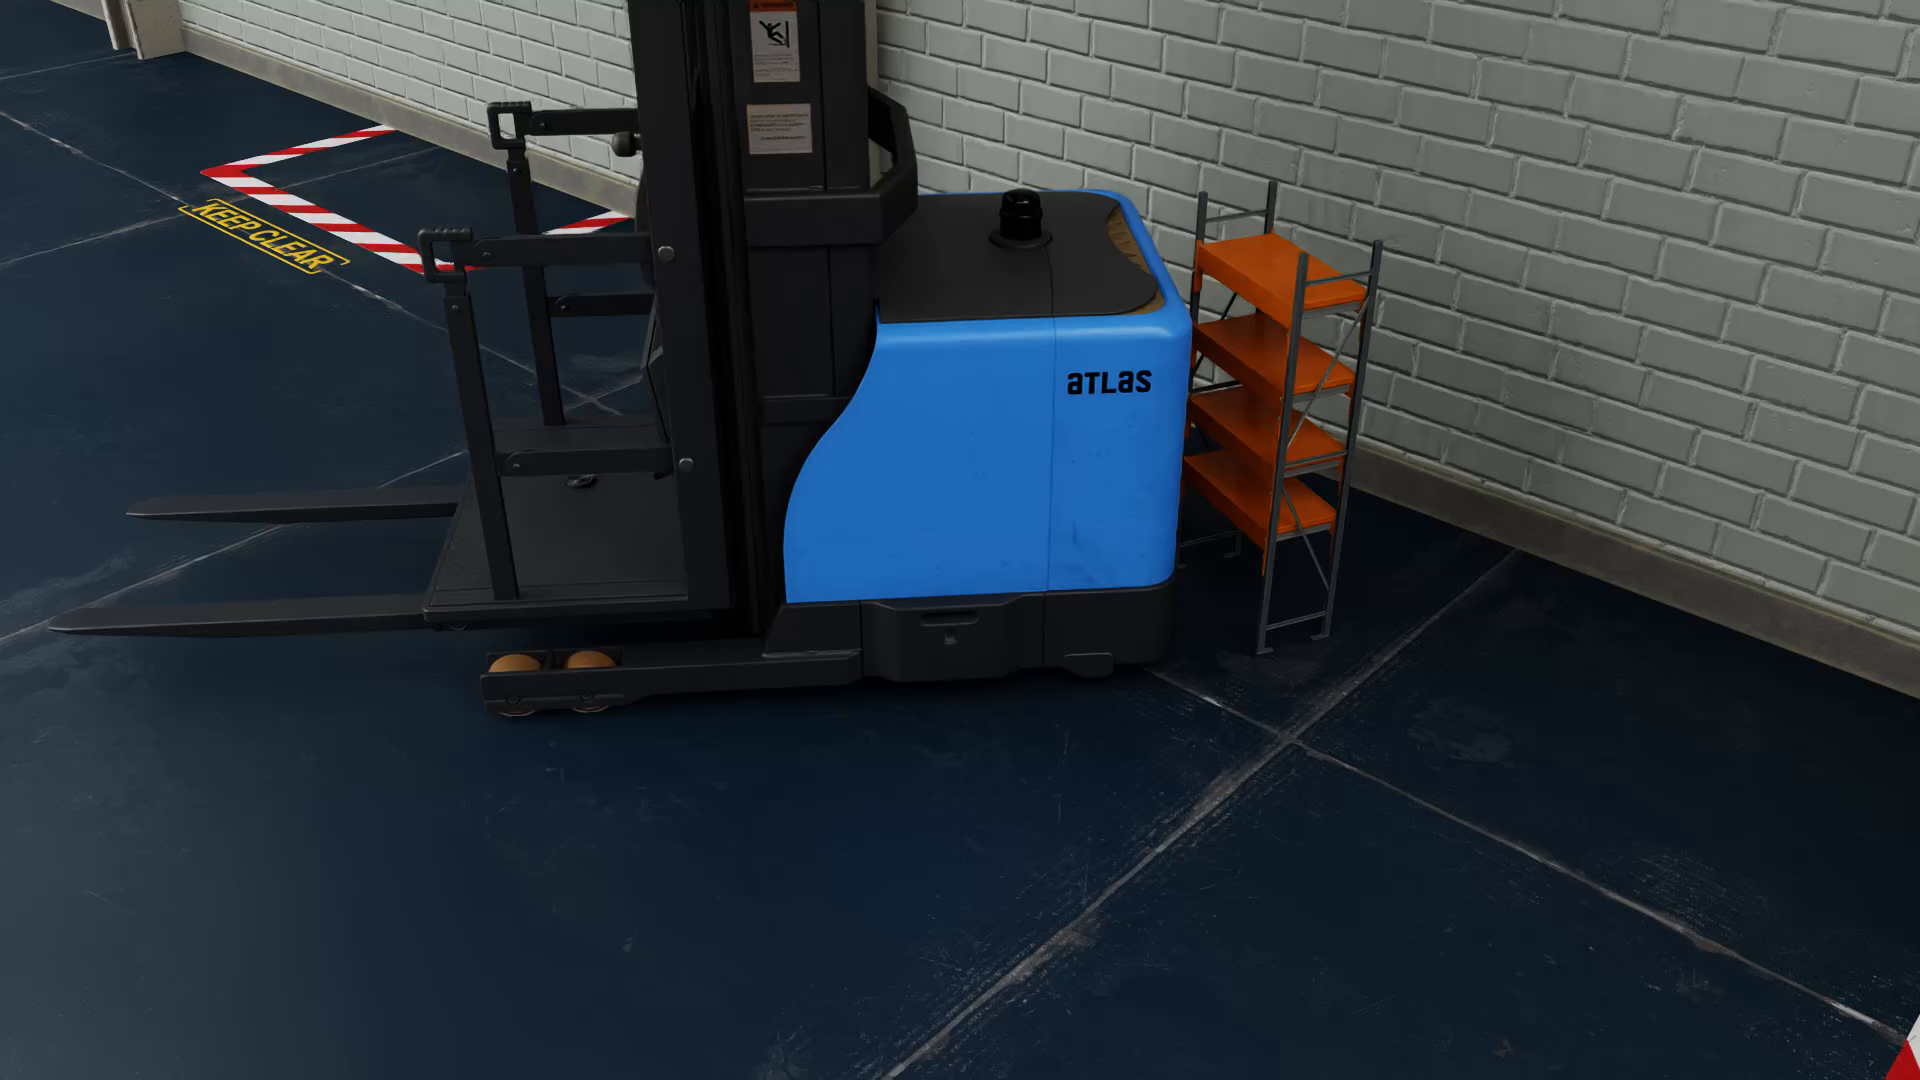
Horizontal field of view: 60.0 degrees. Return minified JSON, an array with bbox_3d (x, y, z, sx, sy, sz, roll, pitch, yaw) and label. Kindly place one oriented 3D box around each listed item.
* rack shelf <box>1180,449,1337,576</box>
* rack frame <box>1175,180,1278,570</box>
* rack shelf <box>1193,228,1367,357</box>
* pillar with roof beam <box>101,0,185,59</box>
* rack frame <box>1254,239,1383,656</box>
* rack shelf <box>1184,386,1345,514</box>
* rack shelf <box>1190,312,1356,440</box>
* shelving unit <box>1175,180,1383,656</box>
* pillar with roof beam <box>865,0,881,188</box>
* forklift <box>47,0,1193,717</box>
[{"bbox_3d":[0.853,-0.102,4.772,0.258,0.148,0.480,-12,33,-20],"label":"rack shelf"},{"bbox_3d":[0.757,-0.446,4.827,0.240,1.200,0.015,-12,33,-20],"label":"rack frame"},{"bbox_3d":[0.853,-0.667,4.432,0.258,0.148,0.480,-12,33,-20],"label":"rack shelf"},{"bbox_3d":[-7.896,-5.252,5.249,0.400,9.000,9.100,25,39,35],"label":"pillar with roof beam"},{"bbox_3d":[0.949,-0.214,4.443,0.240,1.200,0.015,-12,33,-20],"label":"rack frame"},{"bbox_3d":[0.853,-0.272,4.670,0.258,0.148,0.480,-12,33,-20],"label":"rack shelf"},{"bbox_3d":[0.853,-0.464,4.554,0.258,0.148,0.480,-12,33,-20],"label":"rack shelf"},{"bbox_3d":[0.853,-0.330,4.635,0.258,1.200,0.503,-12,33,-20],"label":"shelving unit"},{"bbox_3d":[-3.447,-3.175,1.800,0.400,9.000,9.100,25,39,35],"label":"pillar with roof beam"},{"bbox_3d":[-0.951,-1.066,4.178,3.031,2.935,1.130,-2,31,-4],"label":"forklift"}]
